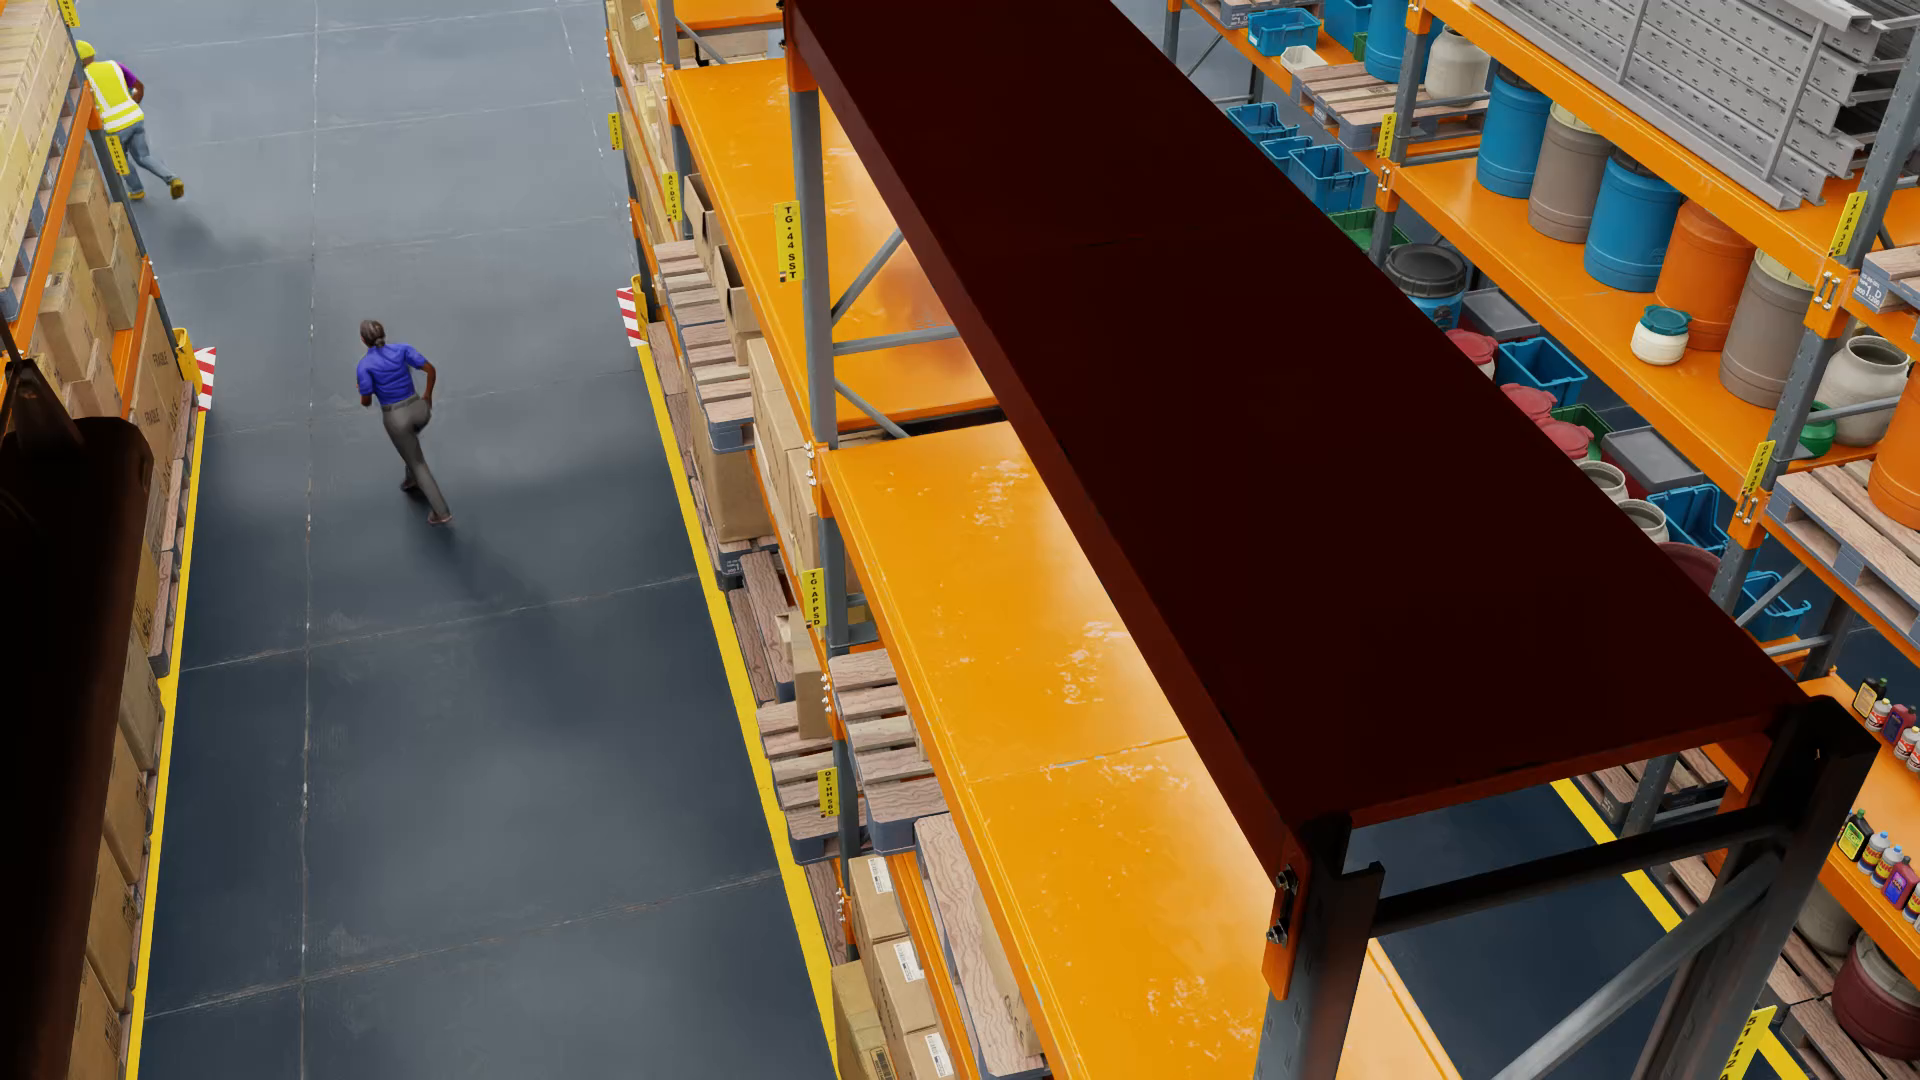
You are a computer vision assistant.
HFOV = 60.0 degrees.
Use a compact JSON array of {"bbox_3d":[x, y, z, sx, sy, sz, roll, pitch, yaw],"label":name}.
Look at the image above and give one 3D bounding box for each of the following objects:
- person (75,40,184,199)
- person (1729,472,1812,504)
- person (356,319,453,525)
[{"bbox_3d":[-8.345,-4.111,16.688,1.022,1.713,0.720,17,41,20],"label":"person"},{"bbox_3d":[6.394,-0.762,12.514,0.538,1.599,0.848,-23,44,-27],"label":"person"},{"bbox_3d":[-4.196,-0.881,12.658,0.879,1.652,0.571,31,48,33],"label":"person"}]
